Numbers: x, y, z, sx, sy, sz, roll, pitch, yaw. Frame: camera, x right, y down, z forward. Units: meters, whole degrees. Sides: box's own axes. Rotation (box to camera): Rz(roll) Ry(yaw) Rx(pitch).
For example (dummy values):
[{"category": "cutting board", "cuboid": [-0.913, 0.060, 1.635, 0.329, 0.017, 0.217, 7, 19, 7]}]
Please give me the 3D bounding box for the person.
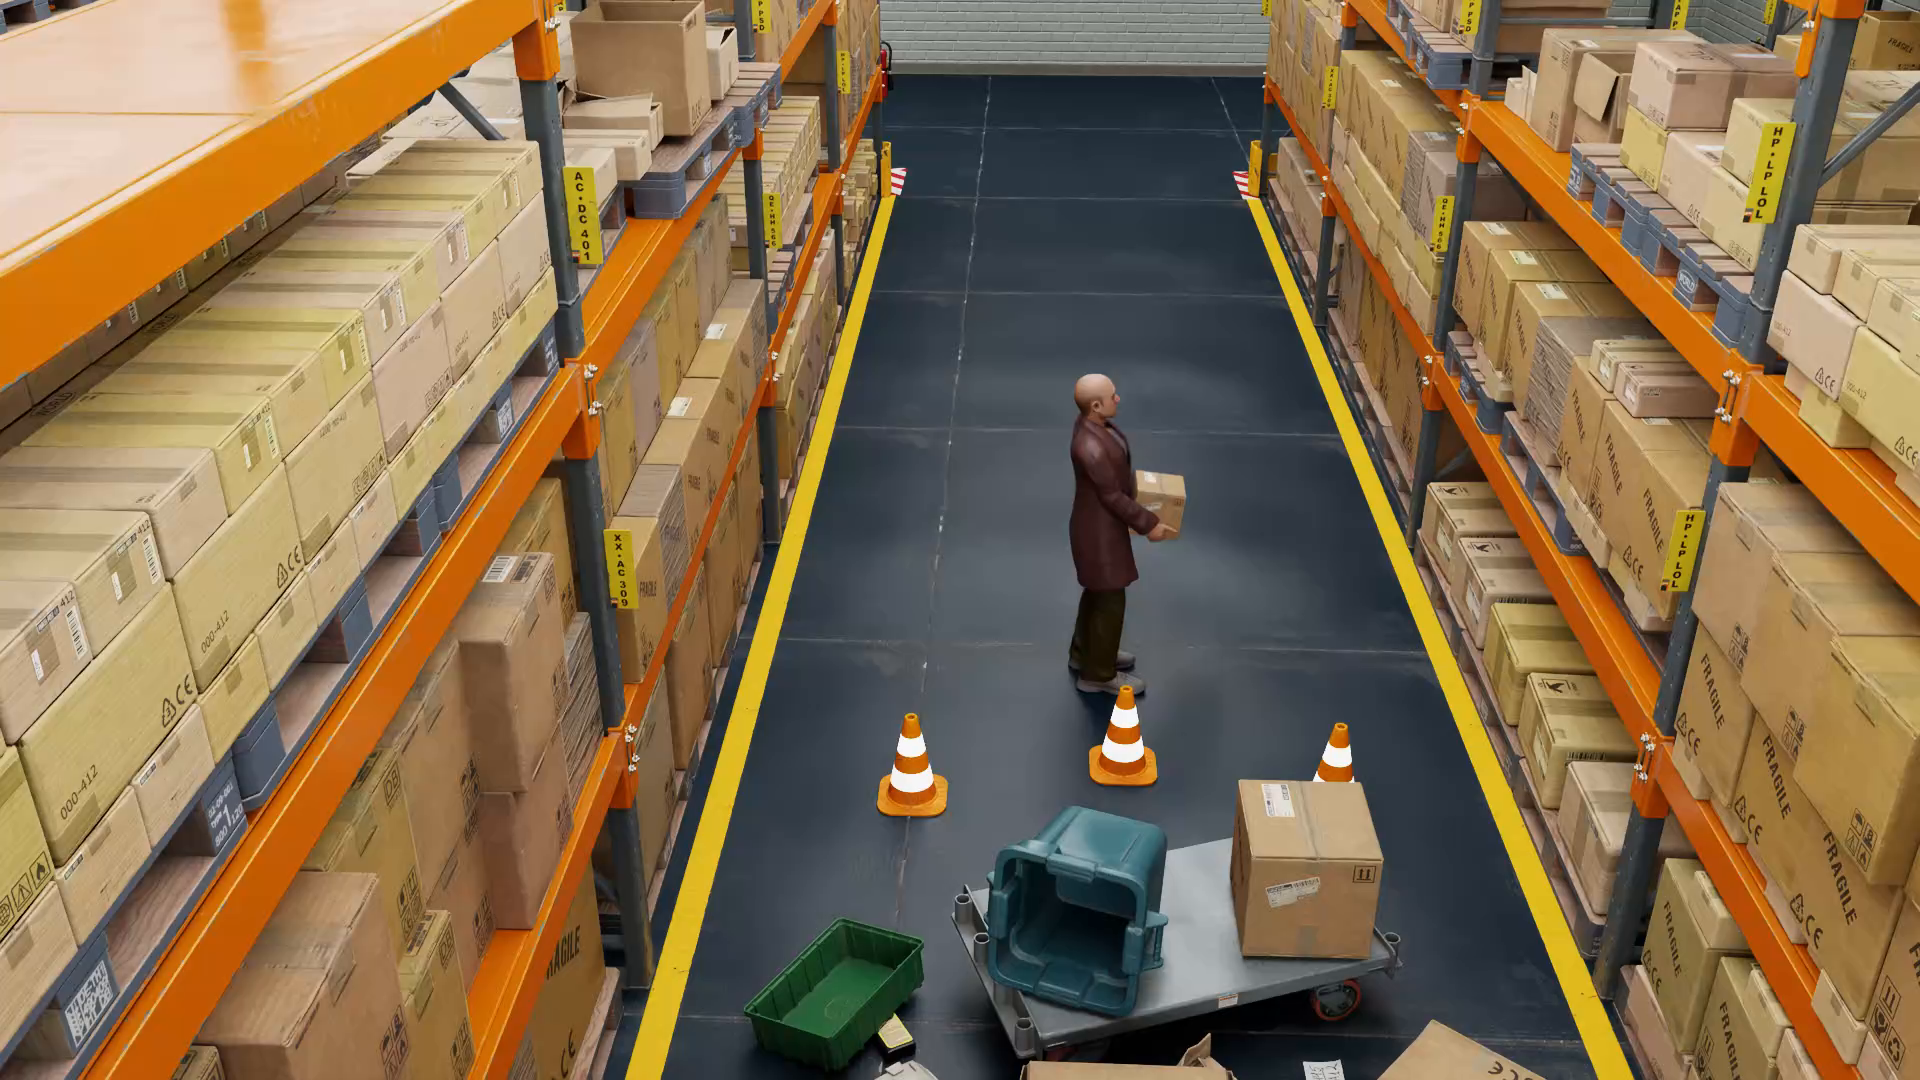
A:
[{"category": "person", "cuboid": [0.840, -0.031, 8.701, 0.558, 1.773, 0.528, 1, 28, 3]}]
